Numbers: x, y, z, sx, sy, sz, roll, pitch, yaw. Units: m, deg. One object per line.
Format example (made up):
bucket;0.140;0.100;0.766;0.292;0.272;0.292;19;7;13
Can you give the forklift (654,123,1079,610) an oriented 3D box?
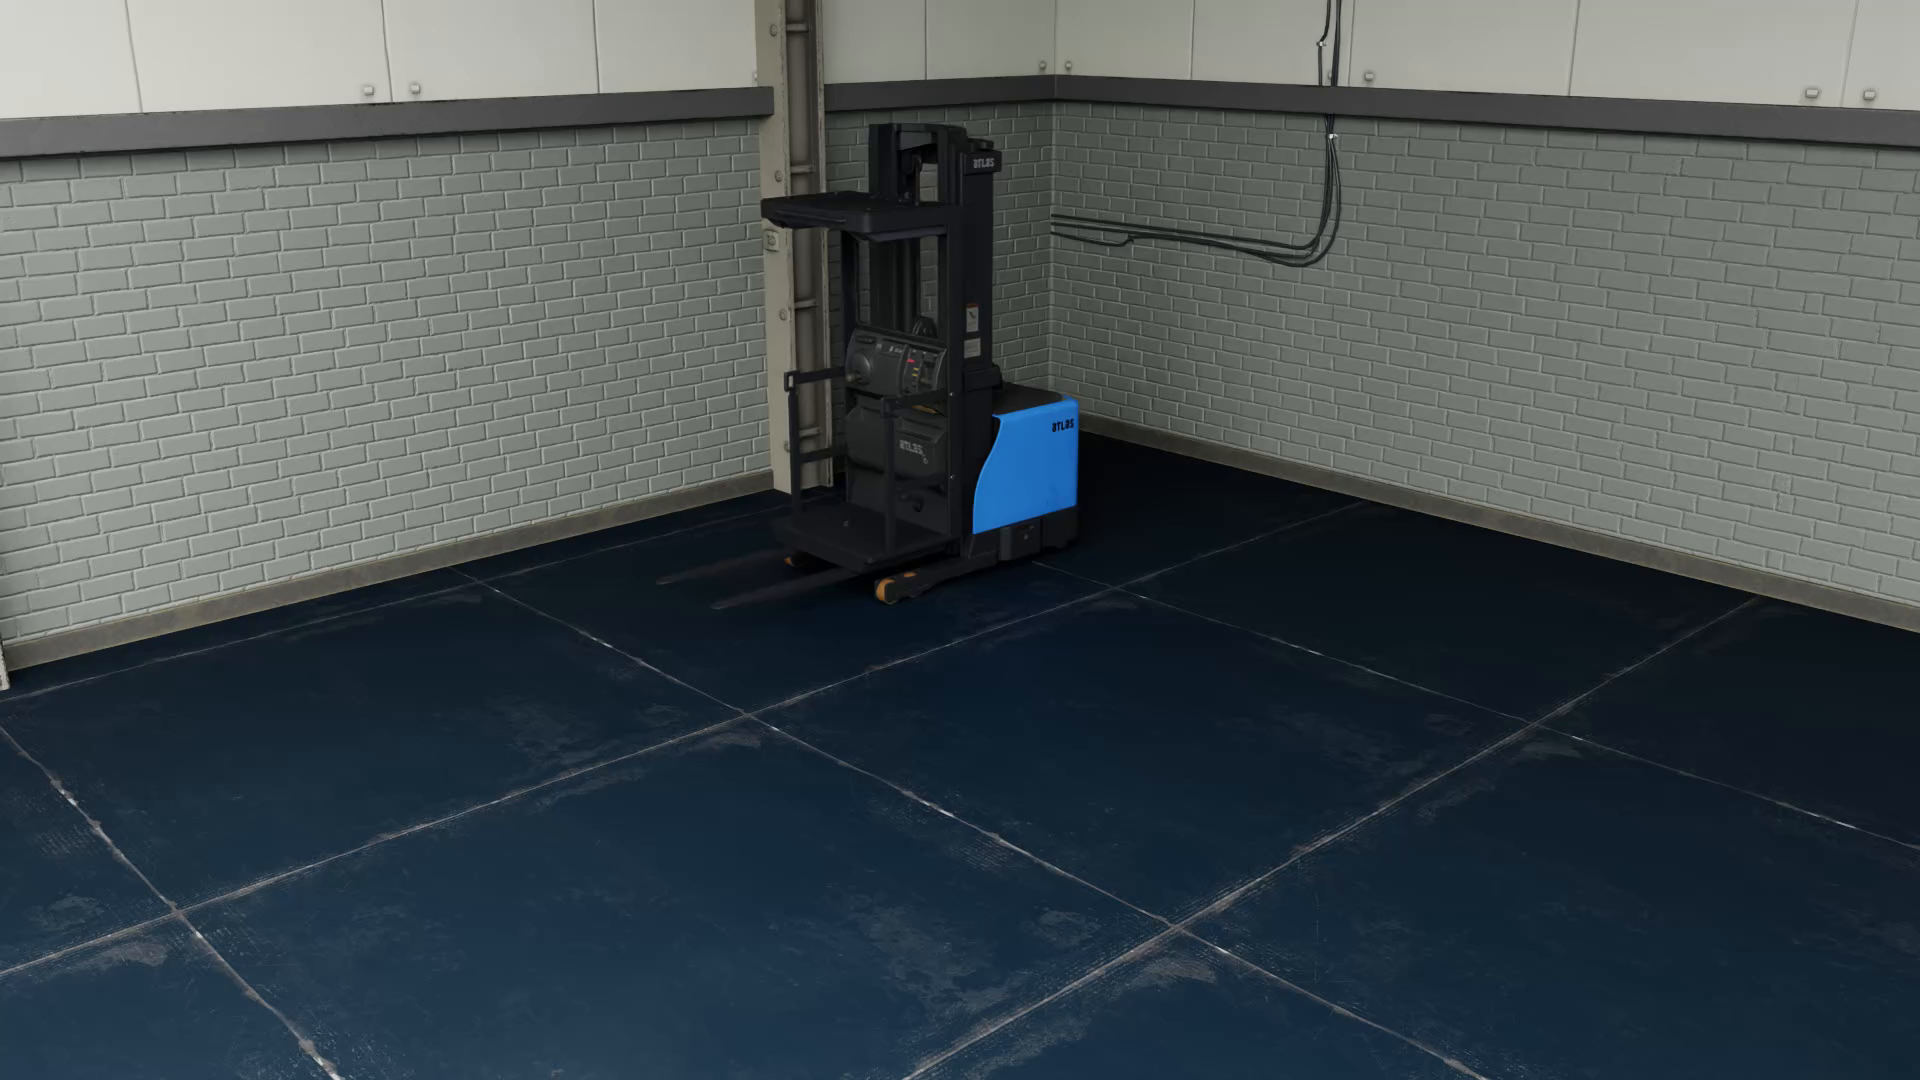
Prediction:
forklift;-0.583;-1.159;10.807;3.031;2.935;1.130;-16;24;-40

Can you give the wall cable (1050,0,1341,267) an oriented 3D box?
wall cable;1.792;-3.559;13.405;0.112;2.526;3.097;-16;24;-41

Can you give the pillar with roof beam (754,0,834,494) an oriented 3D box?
pillar with roof beam;1.701;-3.743;8.939;0.400;9.000;9.100;-16;24;-41
